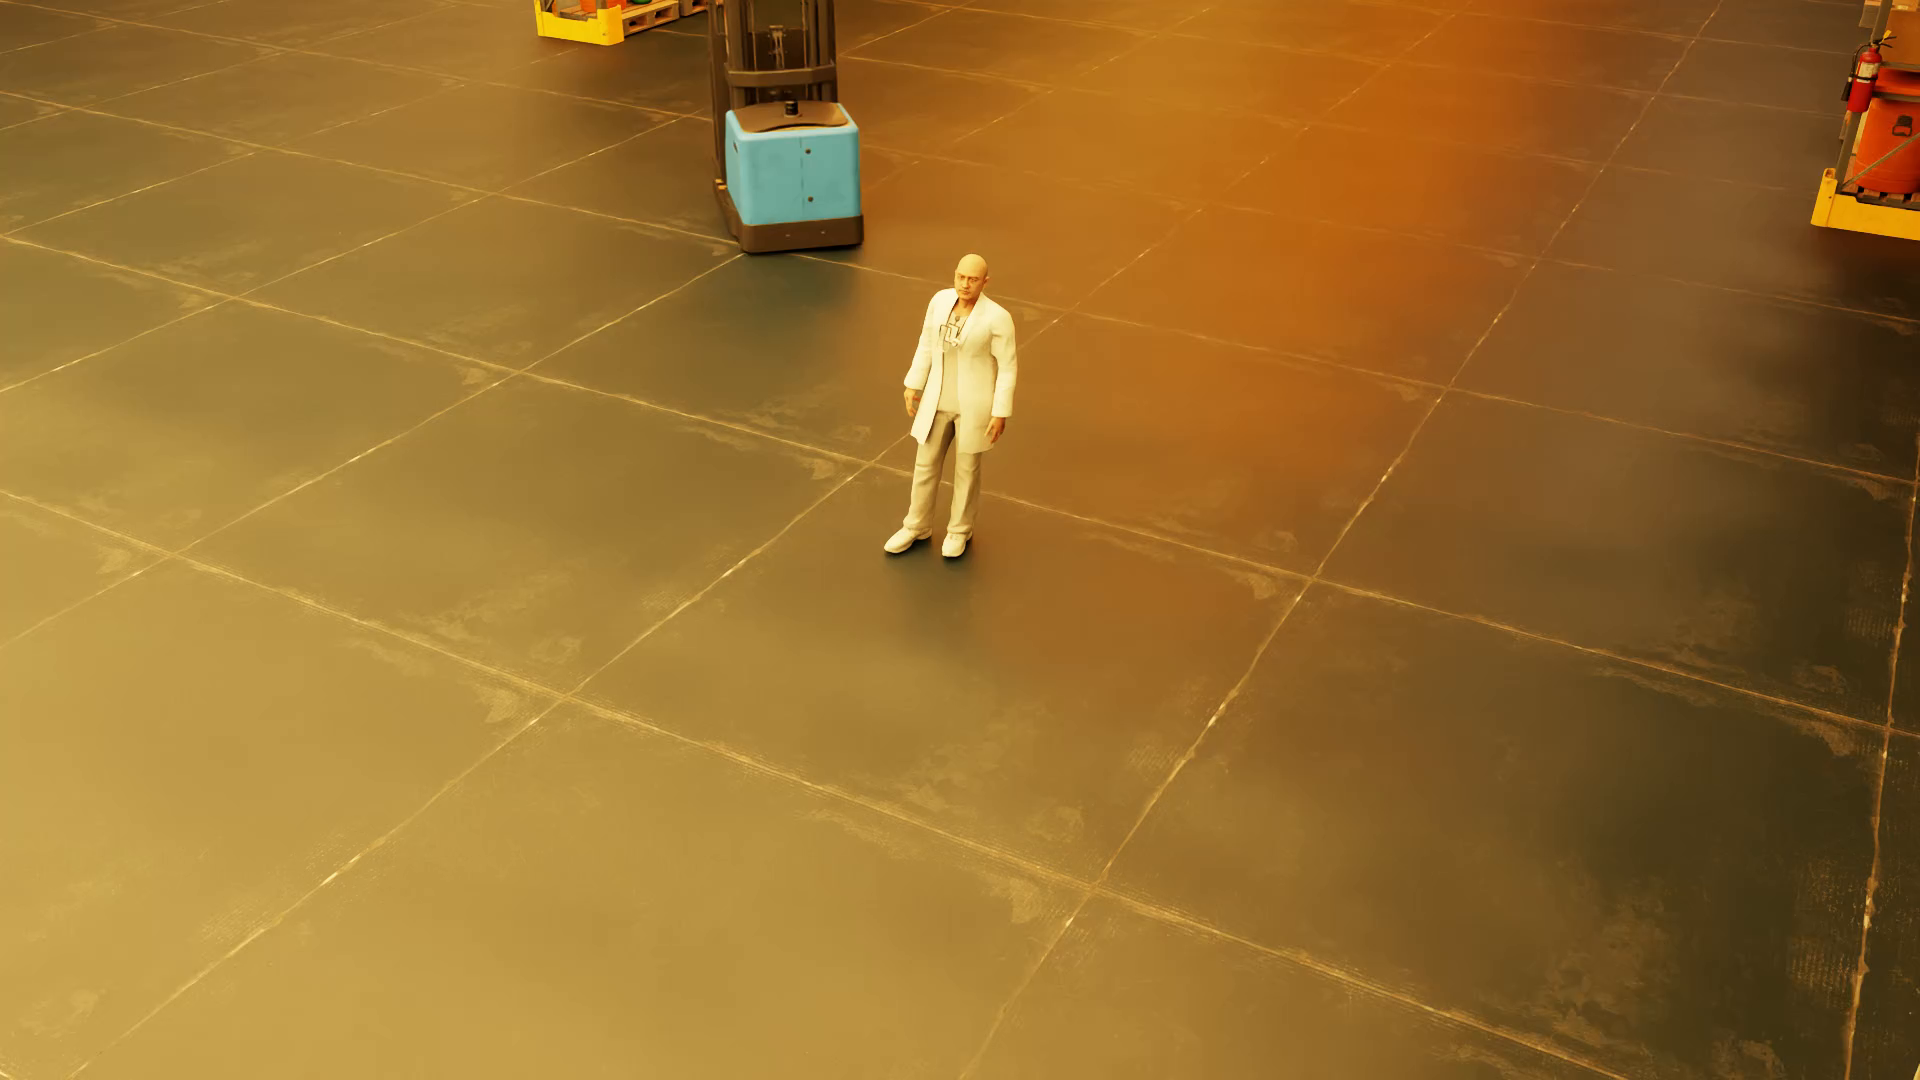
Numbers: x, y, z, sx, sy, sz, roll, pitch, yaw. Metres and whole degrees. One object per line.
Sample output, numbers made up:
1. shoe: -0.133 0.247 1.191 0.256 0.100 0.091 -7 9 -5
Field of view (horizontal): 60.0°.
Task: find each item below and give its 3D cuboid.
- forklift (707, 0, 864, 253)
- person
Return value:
1. forklift: -1.692 -4.425 14.738 1.130 2.935 3.031 -7 31 -13
2. person: -0.048 -0.738 9.489 0.696 1.775 0.581 15 33 25
